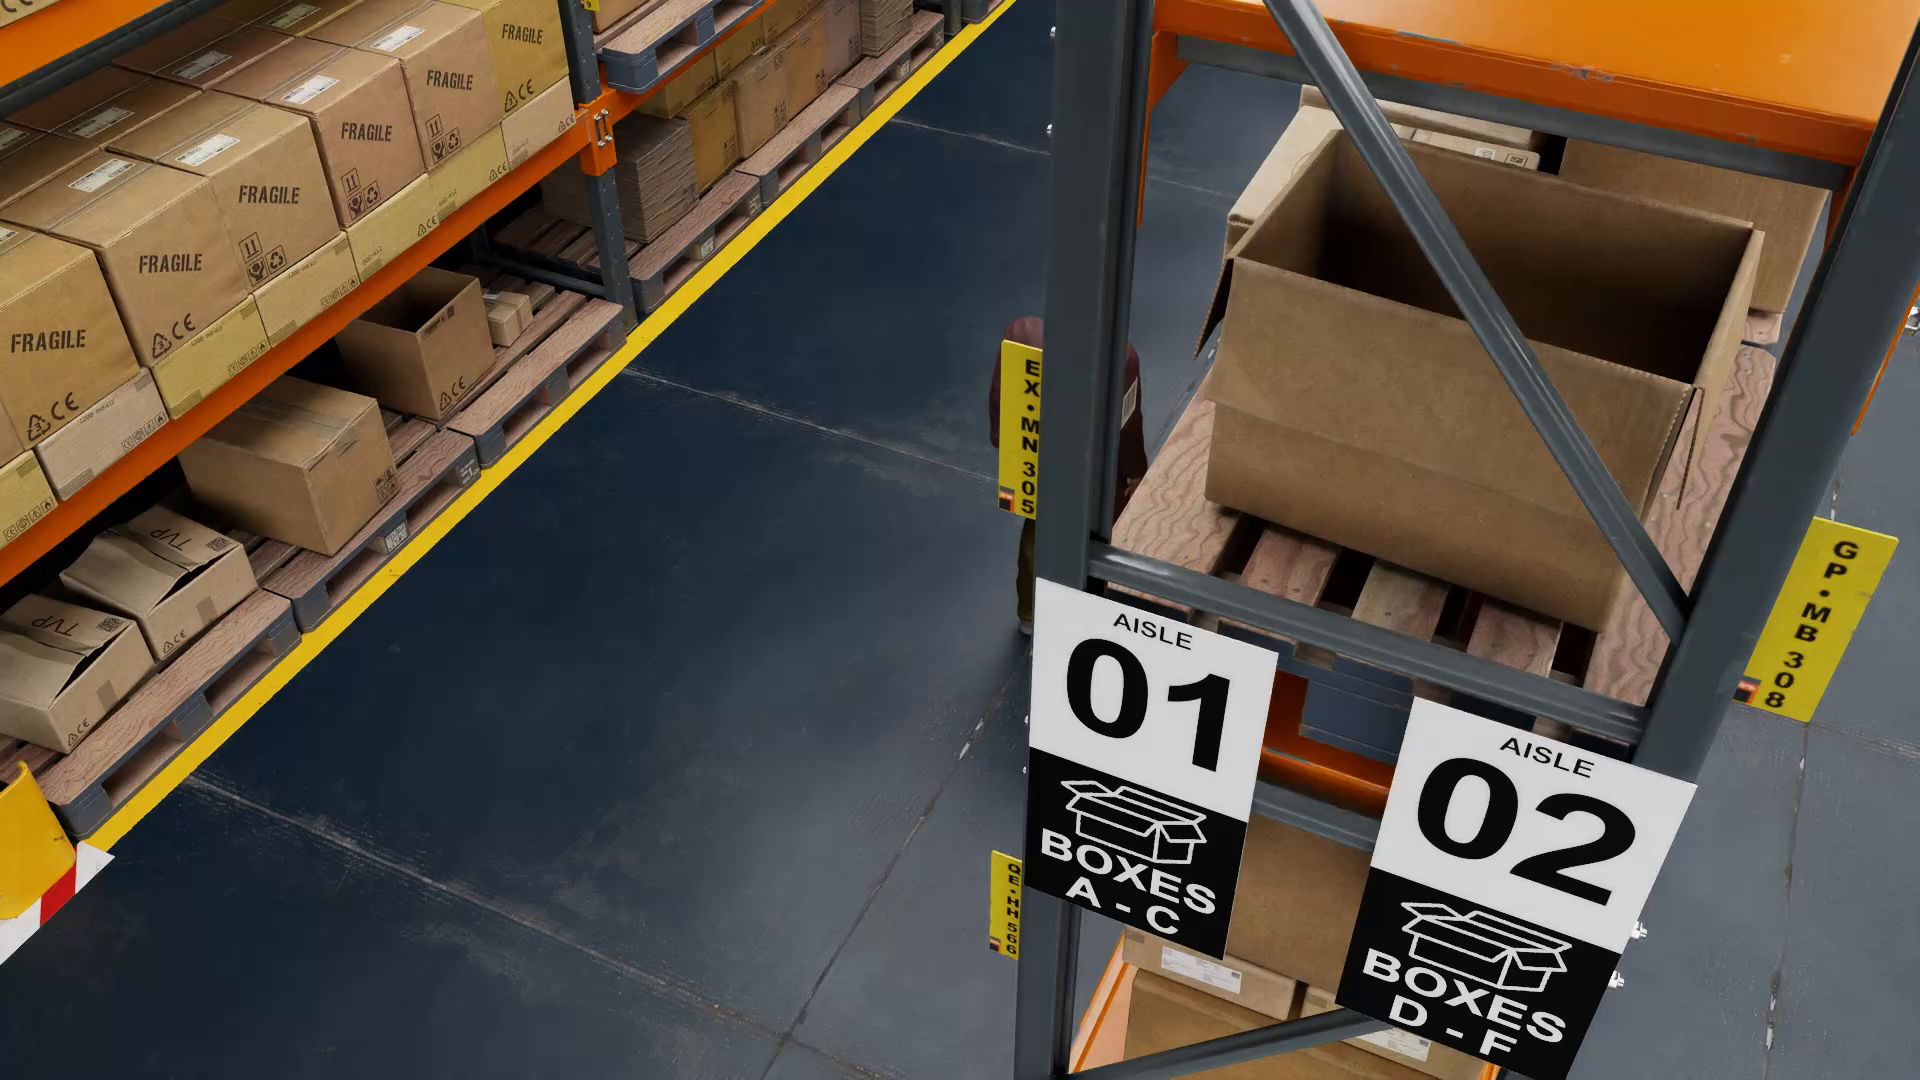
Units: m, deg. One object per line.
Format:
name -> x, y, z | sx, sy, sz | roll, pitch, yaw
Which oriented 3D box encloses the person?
person -> 0.423, -0.328, 6.544 | 0.647, 1.772, 0.429 | 15, 44, 16
